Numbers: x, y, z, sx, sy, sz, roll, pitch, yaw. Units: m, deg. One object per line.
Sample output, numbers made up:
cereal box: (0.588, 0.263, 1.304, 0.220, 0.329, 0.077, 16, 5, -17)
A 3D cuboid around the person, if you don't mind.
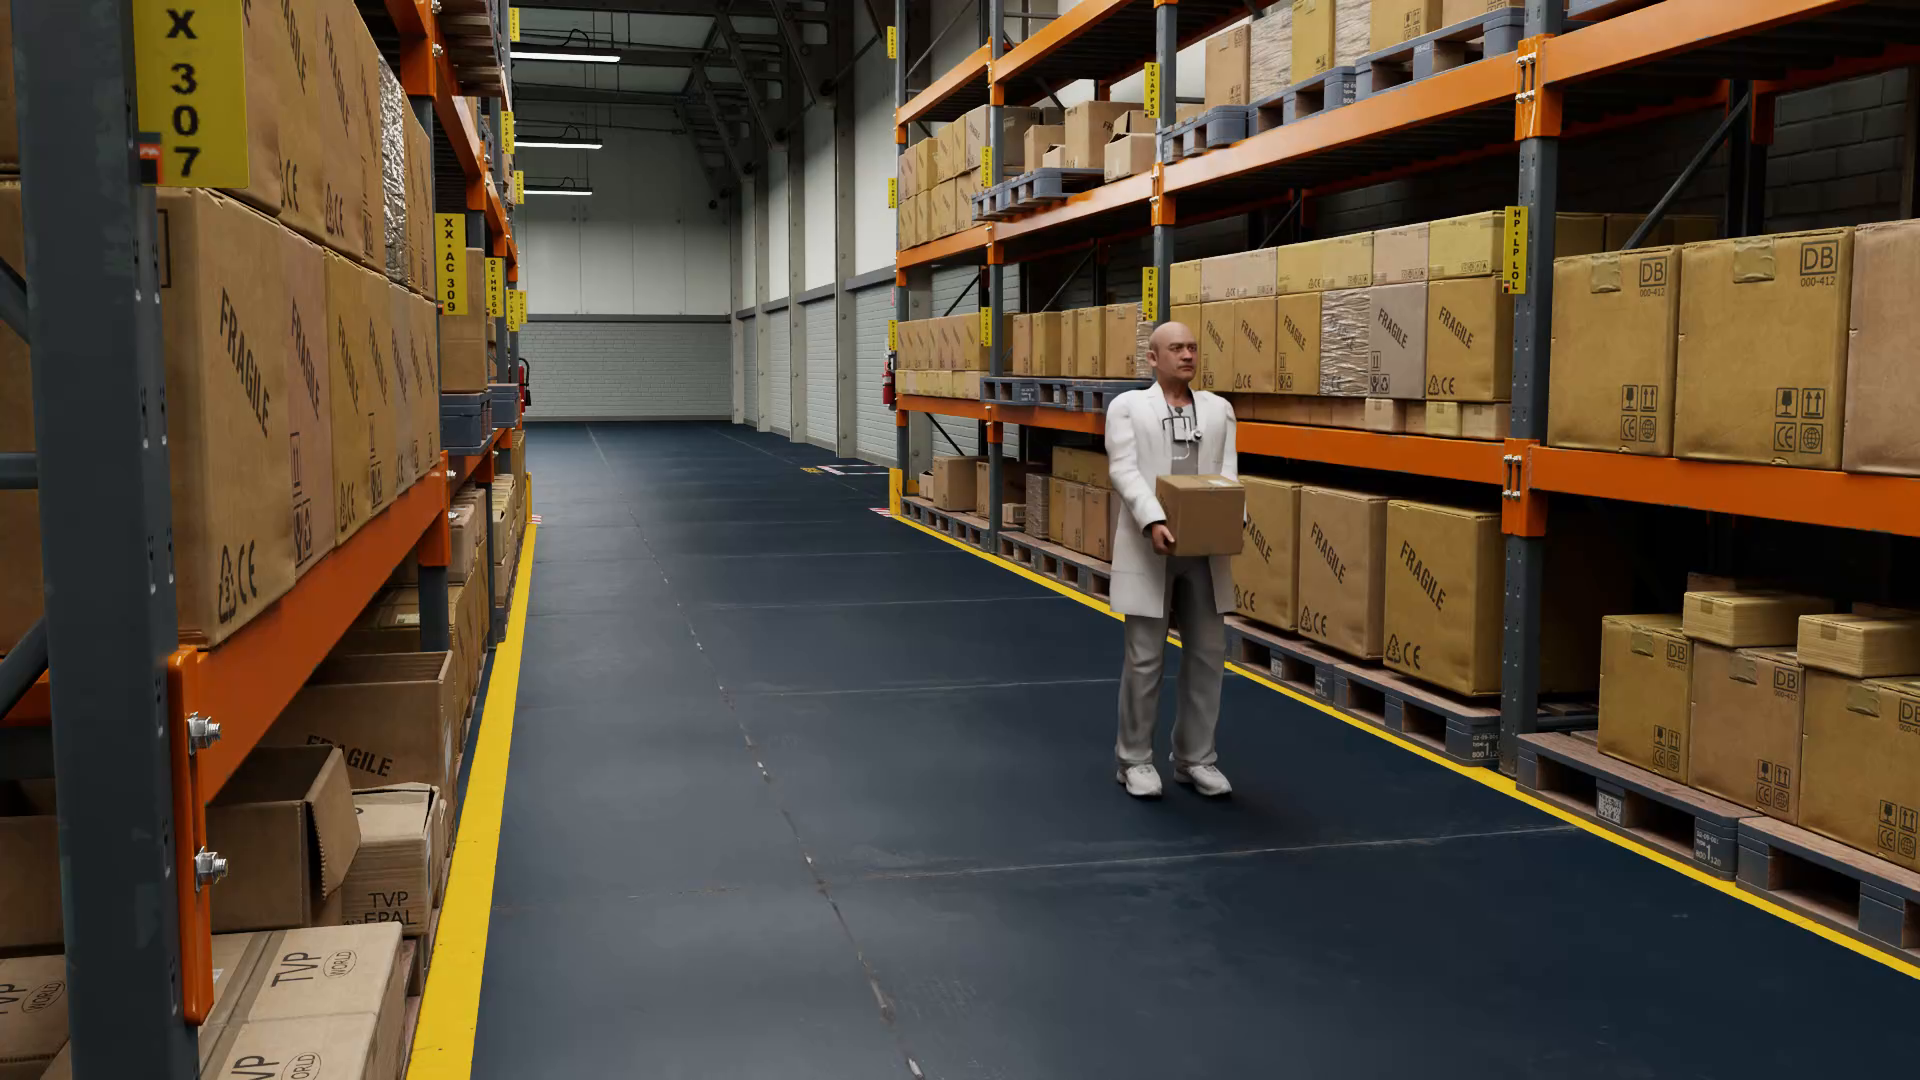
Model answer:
person: (0.832, 0.073, 6.215, 0.530, 1.769, 0.563, -1, 6, -13)
